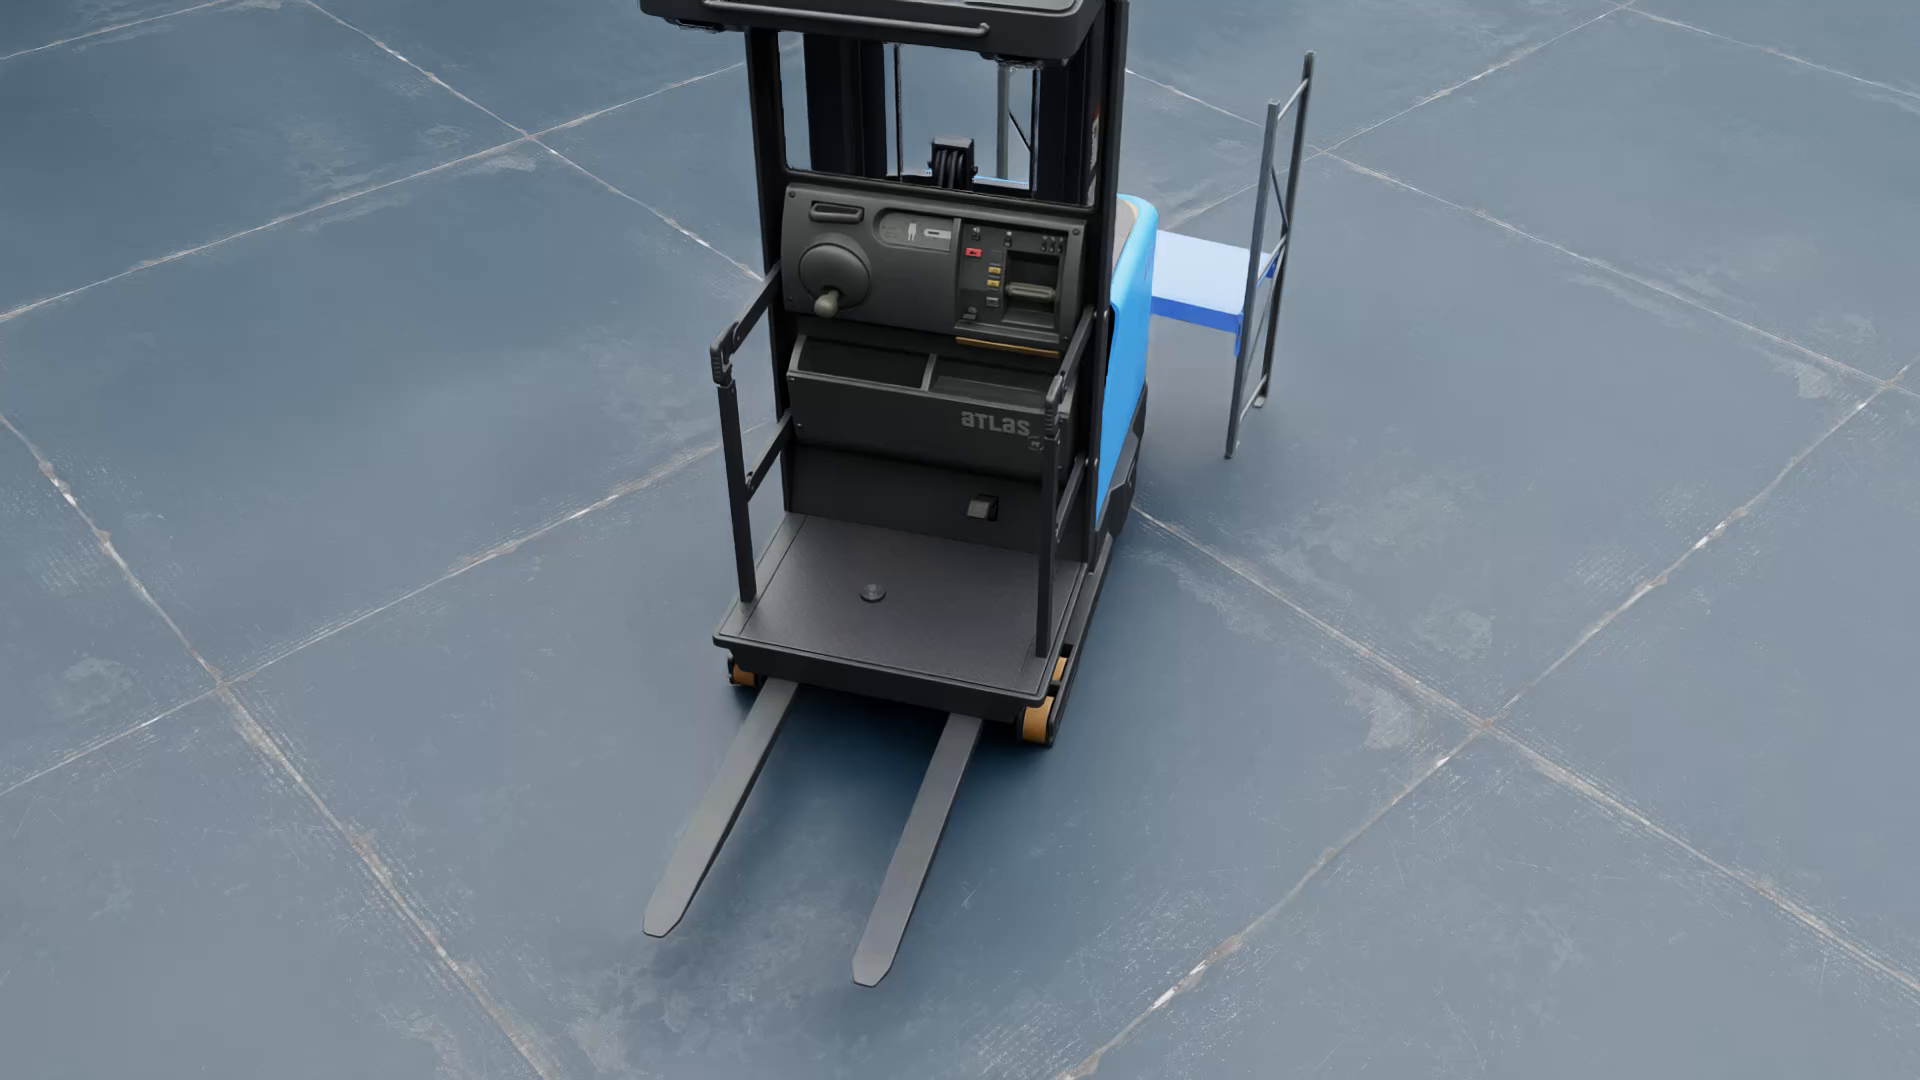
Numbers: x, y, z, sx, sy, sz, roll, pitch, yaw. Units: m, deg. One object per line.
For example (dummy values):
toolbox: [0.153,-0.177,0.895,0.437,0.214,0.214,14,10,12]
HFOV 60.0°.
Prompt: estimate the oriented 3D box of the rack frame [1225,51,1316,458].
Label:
rack frame: [1.181,-1.059,6.368,0.032,1.500,0.500,16,42,19]

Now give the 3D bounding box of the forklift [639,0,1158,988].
forklift: [-0.146,-0.750,4.846,1.130,2.935,3.031,10,40,12]

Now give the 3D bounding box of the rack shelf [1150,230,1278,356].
rack shelf: [0.721,-1.055,6.649,1.000,0.185,0.538,16,42,19]

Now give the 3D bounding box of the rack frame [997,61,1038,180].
rack frame: [0.261,-1.330,6.703,0.032,1.500,0.500,16,42,19]

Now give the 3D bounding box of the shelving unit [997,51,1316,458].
shelving unit: [0.721,-1.195,6.536,1.048,1.500,0.538,16,42,19]
